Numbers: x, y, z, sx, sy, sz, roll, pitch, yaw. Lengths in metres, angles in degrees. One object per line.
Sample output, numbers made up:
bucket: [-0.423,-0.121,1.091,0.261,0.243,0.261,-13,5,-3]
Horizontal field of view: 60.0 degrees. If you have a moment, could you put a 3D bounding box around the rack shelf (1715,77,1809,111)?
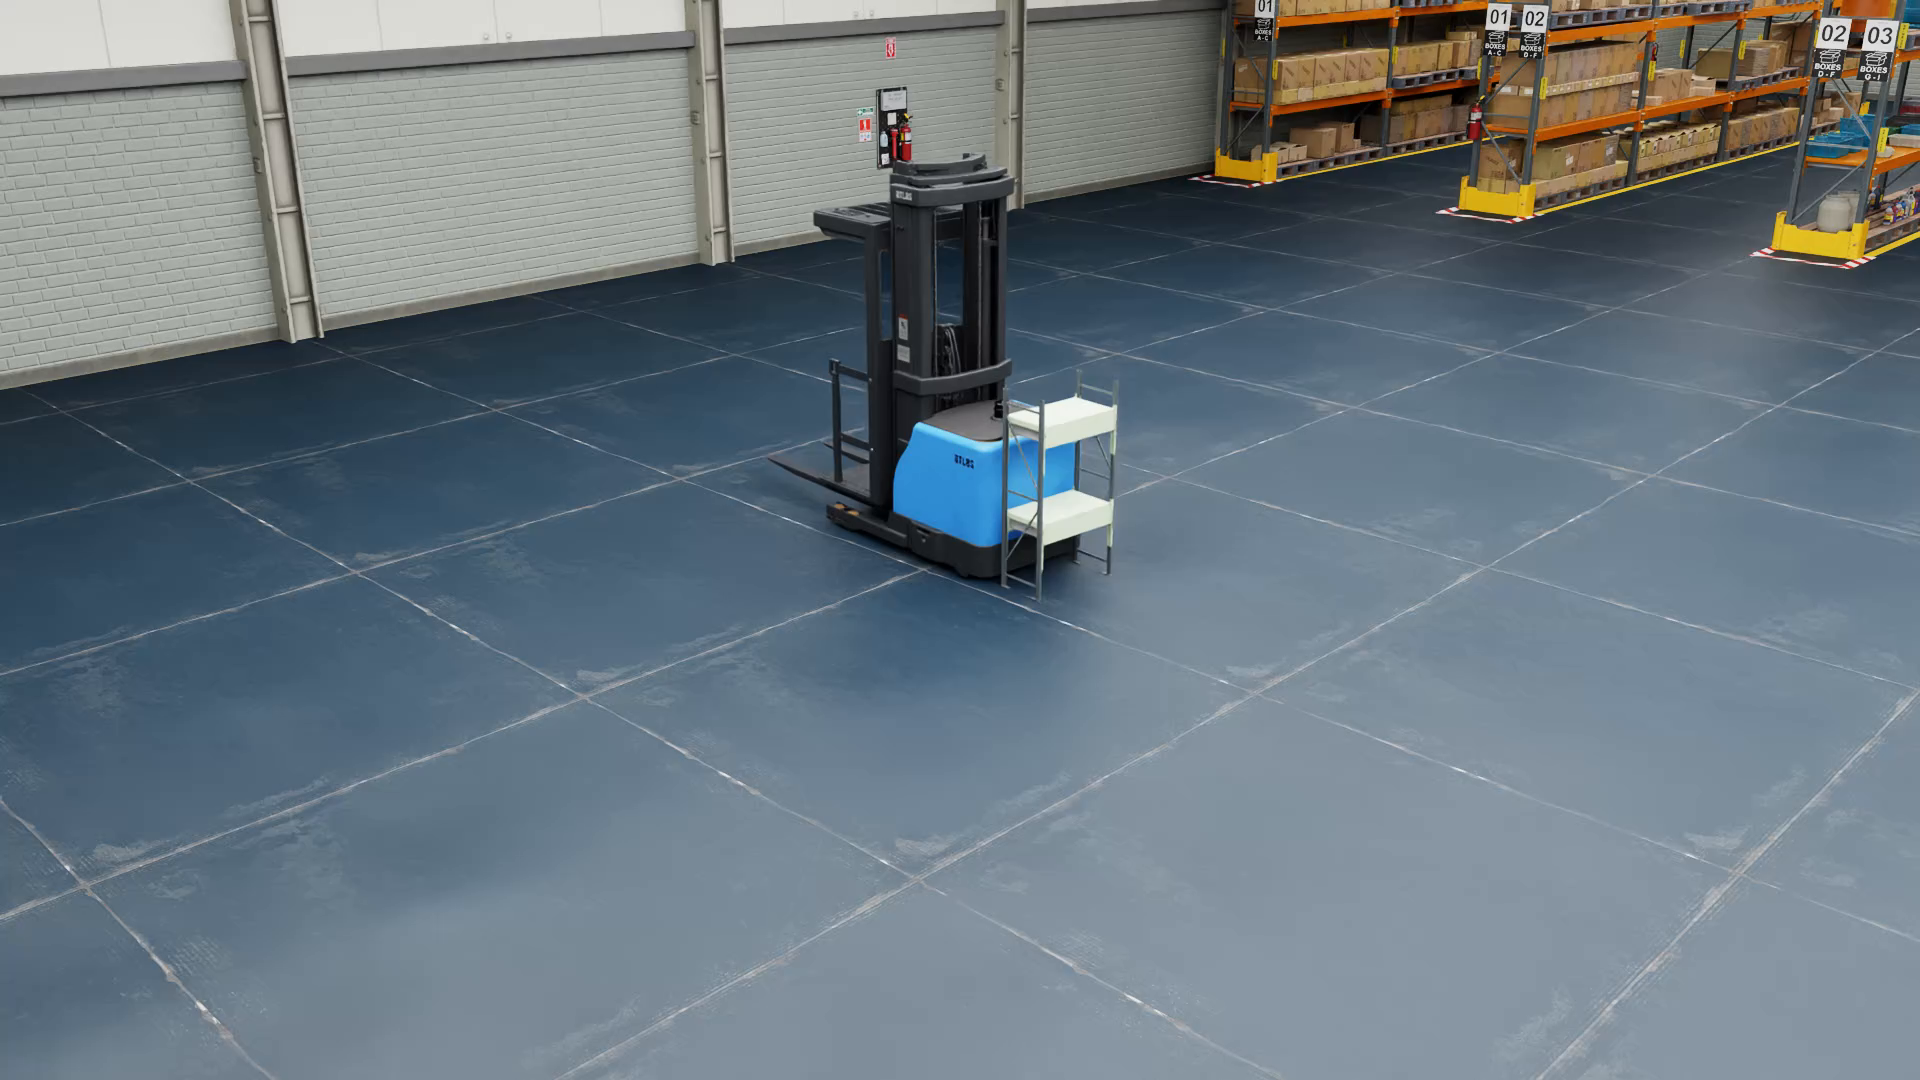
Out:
rack shelf: [15.647,-8.951,33.185,1.077,0.370,4.000,19,28,41]

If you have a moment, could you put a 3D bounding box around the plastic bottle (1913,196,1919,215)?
plastic bottle: [14.548,-5.102,25.341,0.133,0.283,0.061,-18,27,-39]

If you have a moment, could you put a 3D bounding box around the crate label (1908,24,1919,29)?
crate label: [13.760,-7.205,23.665,0.502,0.251,0.408,19,28,41]

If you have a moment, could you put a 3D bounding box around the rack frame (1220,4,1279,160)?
rack frame: [5.119,-7.955,29.591,1.000,3.000,0.127,19,28,41]

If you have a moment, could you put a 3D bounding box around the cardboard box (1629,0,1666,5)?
cardboard box: [11.898,-9.427,28.863,0.500,0.250,0.500,-17,27,-37]

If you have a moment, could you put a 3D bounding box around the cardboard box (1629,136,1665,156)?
cardboard box: [12.281,-7.090,29.806,0.500,0.311,0.500,19,28,40]

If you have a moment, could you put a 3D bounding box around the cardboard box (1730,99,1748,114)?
cardboard box: [15.483,-8.740,33.459,0.500,0.250,0.500,19,28,40]

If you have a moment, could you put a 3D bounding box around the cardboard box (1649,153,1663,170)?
cardboard box: [12.278,-6.830,29.911,0.500,0.250,0.500,-19,28,-41]

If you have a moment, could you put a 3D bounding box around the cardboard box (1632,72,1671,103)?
cardboard box: [12.377,-8.120,29.881,0.500,0.500,0.500,-18,27,-38]

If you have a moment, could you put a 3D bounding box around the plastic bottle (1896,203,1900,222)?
plastic bottle: [13.945,-4.884,24.790,0.097,0.271,0.097,0,21,0]

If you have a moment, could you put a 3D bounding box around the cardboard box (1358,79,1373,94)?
cardboard box: [7.443,-8.599,31.448,0.500,0.250,0.500,19,28,41]

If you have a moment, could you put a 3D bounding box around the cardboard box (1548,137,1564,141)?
cardboard box: [9.869,-6.580,28.216,0.500,0.500,0.500,19,28,41]

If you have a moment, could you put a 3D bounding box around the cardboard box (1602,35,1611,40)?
cardboard box: [14.394,-11.502,38.400,0.980,0.700,0.700,18,28,39]

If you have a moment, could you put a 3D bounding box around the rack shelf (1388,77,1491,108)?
rack shelf: [9.305,-9.162,33.733,1.077,0.370,4.000,19,28,41]

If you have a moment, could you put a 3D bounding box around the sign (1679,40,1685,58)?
sign: [13.857,-9.410,31.872,0.100,0.325,0.005,19,28,41]

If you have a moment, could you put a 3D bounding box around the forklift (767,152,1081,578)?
forklift: [-0.423,-1.544,13.006,1.130,2.935,3.031,-17,27,-38]

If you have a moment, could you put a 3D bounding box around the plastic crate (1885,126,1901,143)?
plastic crate: [13.859,-6.127,25.129,0.450,0.188,0.662,19,28,41]

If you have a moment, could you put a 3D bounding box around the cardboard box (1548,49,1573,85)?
cardboard box: [9.406,-7.636,26.812,0.700,0.500,0.500,18,28,39]

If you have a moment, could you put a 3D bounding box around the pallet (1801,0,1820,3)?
pallet: [16.537,-10.964,33.499,1.213,0.211,1.003,19,28,41]

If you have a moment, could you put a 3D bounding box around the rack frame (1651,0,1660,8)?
rack frame: [11.462,-10.545,27.967,1.000,3.000,0.127,19,28,41]

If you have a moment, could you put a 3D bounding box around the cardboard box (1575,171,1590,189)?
cardboard box: [10.252,-6.096,28.002,0.500,0.250,0.500,19,28,41]

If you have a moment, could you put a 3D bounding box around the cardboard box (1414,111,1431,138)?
cardboard box: [9.121,-8.482,33.832,0.700,0.500,0.500,20,28,41]

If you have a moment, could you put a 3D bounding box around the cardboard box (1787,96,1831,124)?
cardboard box: [18.349,-9.326,36.022,0.797,0.503,0.637,19,28,41]

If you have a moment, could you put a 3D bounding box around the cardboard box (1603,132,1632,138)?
cardboard box: [11.897,-7.230,30.170,0.500,0.311,0.500,-19,28,-41]

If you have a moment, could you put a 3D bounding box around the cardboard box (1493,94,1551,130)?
cardboard box: [9.006,-6.880,26.654,0.700,0.500,0.500,19,28,41]

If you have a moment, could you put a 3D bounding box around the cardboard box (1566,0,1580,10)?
cardboard box: [9.618,-8.519,26.447,0.380,0.149,0.250,19,28,41]

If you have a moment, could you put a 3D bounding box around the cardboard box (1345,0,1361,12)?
cardboard box: [7.013,-9.969,30.483,0.500,0.500,0.500,18,27,39]

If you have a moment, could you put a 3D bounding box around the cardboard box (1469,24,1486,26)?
cardboard box: [11.195,-10.870,35.548,0.500,0.250,0.500,18,27,39]

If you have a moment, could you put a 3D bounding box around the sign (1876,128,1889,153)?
sign: [12.609,-5.466,22.729,0.100,0.325,0.005,19,28,41]

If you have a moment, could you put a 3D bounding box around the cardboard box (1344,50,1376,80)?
cardboard box: [7.458,-8.944,31.300,0.500,0.500,0.500,19,28,40]

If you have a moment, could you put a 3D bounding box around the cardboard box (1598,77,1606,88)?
cardboard box: [10.539,-7.645,27.739,0.250,0.149,0.380,-19,28,-41]

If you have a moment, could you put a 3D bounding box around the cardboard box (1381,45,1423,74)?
cardboard box: [8.684,-9.500,32.857,0.500,0.500,0.700,-17,27,-37]

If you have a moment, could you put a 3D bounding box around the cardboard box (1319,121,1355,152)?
cardboard box: [7.214,-7.745,31.916,0.500,0.500,0.500,17,27,37]

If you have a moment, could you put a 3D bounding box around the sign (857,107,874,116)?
sign: [-1.399,-6.330,24.575,0.001,0.109,0.331,19,28,41]

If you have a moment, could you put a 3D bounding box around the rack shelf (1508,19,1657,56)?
rack shelf: [10.066,-8.295,27.297,1.077,0.370,4.000,19,28,41]

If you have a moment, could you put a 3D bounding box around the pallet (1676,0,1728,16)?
pallet: [13.065,-9.600,29.952,1.213,0.211,1.003,-19,28,-40]

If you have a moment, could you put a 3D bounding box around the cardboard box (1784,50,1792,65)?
cardboard box: [17.207,-10.041,34.877,0.500,0.500,0.500,-20,28,-41]

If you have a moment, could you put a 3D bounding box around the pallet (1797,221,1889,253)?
pallet: [12.808,-4.413,24.262,1.003,0.211,1.213,19,28,41]

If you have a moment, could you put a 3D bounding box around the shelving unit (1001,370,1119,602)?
shelving unit: [0.716,-0.397,12.017,0.755,1.500,0.431,-18,27,-38]

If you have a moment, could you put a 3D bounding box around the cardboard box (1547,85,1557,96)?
cardboard box: [9.282,-7.181,26.534,0.380,0.149,0.250,18,28,39]

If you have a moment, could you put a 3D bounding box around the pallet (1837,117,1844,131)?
pallet: [19.224,-9.303,36.984,1.003,0.211,1.213,19,28,41]

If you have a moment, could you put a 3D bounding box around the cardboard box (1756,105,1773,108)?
cardboard box: [16.530,-8.776,34.598,0.500,0.500,0.500,18,27,38]

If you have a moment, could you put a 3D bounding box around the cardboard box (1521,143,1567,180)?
cardboard box: [9.552,-6.190,27.201,0.500,0.500,0.500,19,28,41]

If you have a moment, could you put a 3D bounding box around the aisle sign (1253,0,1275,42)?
aisle sign: [5.284,-9.075,28.881,0.394,0.787,0.004,19,28,41]

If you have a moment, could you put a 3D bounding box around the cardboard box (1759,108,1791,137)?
cardboard box: [16.553,-8.516,33.921,0.500,0.500,0.500,19,28,41]

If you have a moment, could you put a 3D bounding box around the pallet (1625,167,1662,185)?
pallet: [11.948,-6.642,30.062,1.003,0.211,1.213,19,28,41]

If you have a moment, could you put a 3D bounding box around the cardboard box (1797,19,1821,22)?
cardboard box: [18.269,-10.900,35.720,0.500,0.500,0.500,19,28,40]

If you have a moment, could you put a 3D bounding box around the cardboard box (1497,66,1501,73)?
cardboard box: [11.278,-9.993,35.215,0.250,0.149,0.380,-20,29,-41]

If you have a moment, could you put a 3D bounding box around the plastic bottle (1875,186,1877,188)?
plastic bottle: [14.472,-5.464,26.298,0.097,0.271,0.097,0,21,0]

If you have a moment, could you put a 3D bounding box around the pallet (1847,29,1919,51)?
pallet: [12.865,-6.976,23.126,1.003,0.211,1.213,19,28,41]

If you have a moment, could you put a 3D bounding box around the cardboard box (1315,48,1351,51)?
cardboard box: [7.069,-9.072,31.633,0.500,0.500,0.500,19,28,40]

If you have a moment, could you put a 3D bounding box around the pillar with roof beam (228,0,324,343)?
pillar with roof beam: [-4.484,-5.448,14.705,9.100,9.000,0.400,19,28,41]

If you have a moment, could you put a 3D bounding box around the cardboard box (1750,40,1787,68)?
cardboard box: [16.552,-9.978,34.129,0.700,0.500,0.500,9,23,23]
